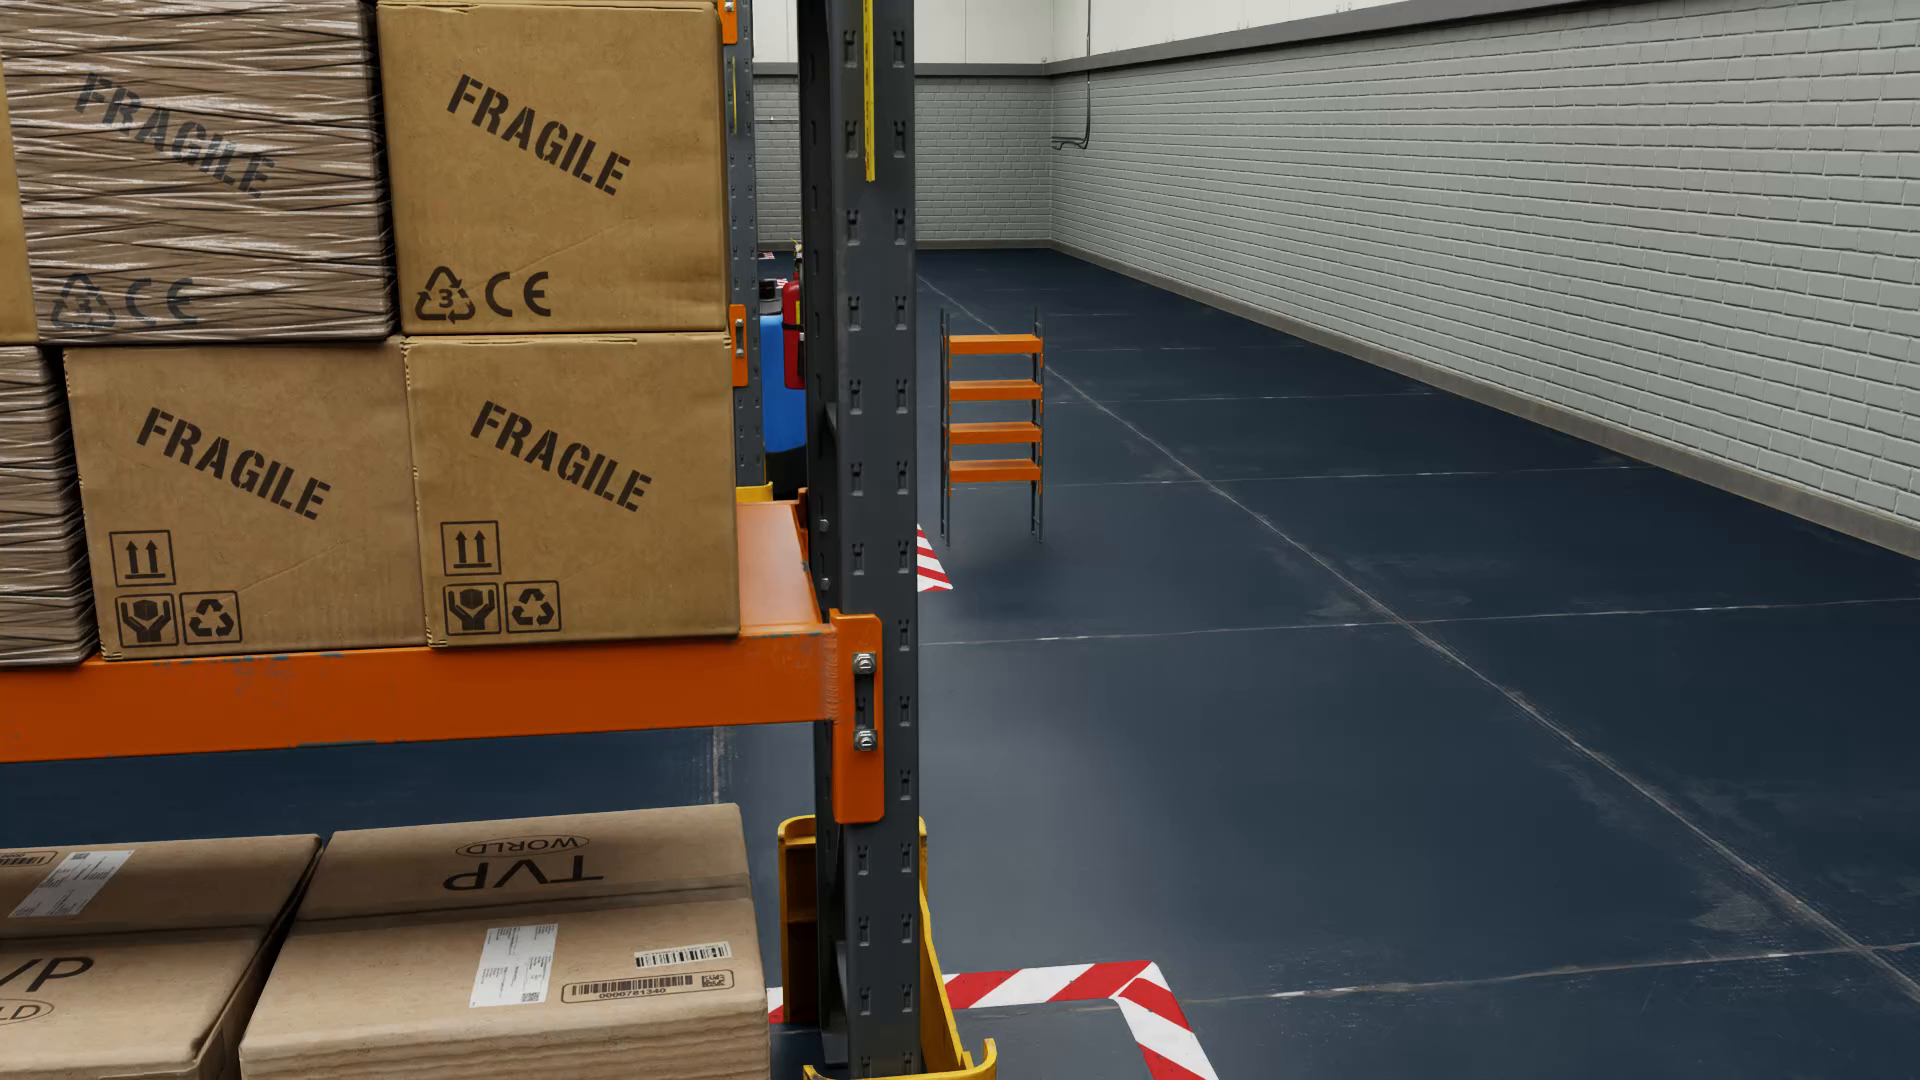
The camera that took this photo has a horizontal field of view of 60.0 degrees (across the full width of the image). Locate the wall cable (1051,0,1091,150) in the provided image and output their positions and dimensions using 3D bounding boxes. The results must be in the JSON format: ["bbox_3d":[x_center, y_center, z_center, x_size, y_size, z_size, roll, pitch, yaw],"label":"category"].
[{"bbox_3d":[1.750,-7.648,27.101,0.112,2.526,3.097,-2,14,-8],"label":"wall cable"}]

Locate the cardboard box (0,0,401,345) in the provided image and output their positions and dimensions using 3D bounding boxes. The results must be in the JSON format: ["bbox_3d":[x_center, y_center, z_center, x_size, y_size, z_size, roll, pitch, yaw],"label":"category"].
[{"bbox_3d":[-1.160,-0.599,2.685,0.500,0.500,0.500,-2,14,-8],"label":"cardboard box"}]

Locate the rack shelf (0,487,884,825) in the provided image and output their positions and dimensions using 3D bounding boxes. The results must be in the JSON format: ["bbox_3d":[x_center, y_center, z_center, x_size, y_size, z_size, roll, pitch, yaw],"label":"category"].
[{"bbox_3d":[-2.184,0.255,3.019,4.000,0.370,1.077,-2,14,-8],"label":"rack shelf"}]

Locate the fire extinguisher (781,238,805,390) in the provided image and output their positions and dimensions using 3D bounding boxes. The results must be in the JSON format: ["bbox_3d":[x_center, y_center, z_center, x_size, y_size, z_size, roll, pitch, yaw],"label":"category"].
[{"bbox_3d":[-0.726,-1.033,7.602,0.183,0.674,0.296,-2,14,-8],"label":"fire extinguisher"}]

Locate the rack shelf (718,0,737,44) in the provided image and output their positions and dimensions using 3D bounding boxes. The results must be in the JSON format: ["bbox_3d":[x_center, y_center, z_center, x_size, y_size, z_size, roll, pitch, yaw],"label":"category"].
[{"bbox_3d":[-3.021,-2.387,7.387,4.000,0.370,1.077,-2,14,-8],"label":"rack shelf"}]

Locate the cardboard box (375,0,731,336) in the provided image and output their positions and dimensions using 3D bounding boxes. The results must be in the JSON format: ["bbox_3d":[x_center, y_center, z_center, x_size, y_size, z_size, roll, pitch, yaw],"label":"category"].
[{"bbox_3d":[-0.648,-0.625,2.788,0.500,0.500,0.500,-2,14,-6],"label":"cardboard box"}]

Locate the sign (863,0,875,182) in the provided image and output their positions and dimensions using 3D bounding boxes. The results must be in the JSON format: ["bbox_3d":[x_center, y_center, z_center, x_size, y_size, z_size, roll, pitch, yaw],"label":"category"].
[{"bbox_3d":[-0.139,-0.712,2.528,0.005,0.325,0.100,-2,14,-8],"label":"sign"}]

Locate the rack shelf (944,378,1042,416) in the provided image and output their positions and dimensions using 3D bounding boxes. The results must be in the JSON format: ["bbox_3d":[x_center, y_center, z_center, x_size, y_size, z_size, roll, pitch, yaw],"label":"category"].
[{"bbox_3d":[0.164,-0.740,8.562,0.480,0.148,0.258,-2,14,-8],"label":"rack shelf"}]

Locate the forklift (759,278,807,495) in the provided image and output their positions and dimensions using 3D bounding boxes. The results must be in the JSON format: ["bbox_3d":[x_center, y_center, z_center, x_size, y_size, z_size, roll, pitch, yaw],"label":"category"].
[{"bbox_3d":[-2.118,-1.889,10.228,3.031,2.935,1.130,8,16,28],"label":"forklift"}]

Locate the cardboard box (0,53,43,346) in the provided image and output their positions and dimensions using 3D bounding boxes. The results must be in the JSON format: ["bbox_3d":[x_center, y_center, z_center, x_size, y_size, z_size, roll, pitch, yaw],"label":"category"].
[{"bbox_3d":[-1.650,-0.582,2.616,0.500,0.500,0.500,-2,14,-9],"label":"cardboard box"}]

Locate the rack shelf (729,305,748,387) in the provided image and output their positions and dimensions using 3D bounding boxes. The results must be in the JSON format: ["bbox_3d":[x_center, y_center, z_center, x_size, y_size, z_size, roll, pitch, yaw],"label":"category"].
[{"bbox_3d":[-3.021,-0.932,7.752,4.000,0.370,1.077,-2,14,-8],"label":"rack shelf"}]

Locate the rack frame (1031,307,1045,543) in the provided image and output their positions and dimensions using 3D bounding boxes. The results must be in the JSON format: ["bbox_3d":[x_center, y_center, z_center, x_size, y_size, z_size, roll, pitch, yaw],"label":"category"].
[{"bbox_3d":[0.405,-0.597,8.635,0.015,1.200,0.240,-2,14,-8],"label":"rack frame"}]

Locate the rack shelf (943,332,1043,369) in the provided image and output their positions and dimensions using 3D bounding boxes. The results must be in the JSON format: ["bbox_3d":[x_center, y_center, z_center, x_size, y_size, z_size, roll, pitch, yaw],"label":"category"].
[{"bbox_3d":[0.164,-0.969,8.504,0.480,0.148,0.258,-2,14,-8],"label":"rack shelf"}]

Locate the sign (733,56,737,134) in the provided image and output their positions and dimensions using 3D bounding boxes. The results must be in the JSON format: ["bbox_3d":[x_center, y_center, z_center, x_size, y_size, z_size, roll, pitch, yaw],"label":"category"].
[{"bbox_3d":[-0.981,-1.934,7.239,0.005,0.325,0.100,-2,14,-8],"label":"sign"}]

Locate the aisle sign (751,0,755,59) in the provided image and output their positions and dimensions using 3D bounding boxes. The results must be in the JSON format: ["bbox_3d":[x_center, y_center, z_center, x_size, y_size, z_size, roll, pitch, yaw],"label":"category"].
[{"bbox_3d":[-0.927,-2.545,7.360,0.004,0.787,0.394,-2,14,-8],"label":"aisle sign"}]

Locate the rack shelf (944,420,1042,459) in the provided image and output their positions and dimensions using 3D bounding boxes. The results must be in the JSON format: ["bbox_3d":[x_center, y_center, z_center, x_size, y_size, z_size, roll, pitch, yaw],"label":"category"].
[{"bbox_3d":[0.164,-0.523,8.616,0.480,0.148,0.258,-2,14,-8],"label":"rack shelf"}]

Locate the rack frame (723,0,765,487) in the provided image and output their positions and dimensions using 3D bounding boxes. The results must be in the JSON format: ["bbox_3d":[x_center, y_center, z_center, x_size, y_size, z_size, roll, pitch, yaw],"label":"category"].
[{"bbox_3d":[-1.044,-1.354,7.953,0.127,3.000,1.000,-2,14,-8],"label":"rack frame"}]

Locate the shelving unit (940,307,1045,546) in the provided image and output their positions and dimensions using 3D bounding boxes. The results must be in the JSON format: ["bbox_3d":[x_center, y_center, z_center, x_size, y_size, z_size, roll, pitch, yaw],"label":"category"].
[{"bbox_3d":[0.164,-0.588,8.600,0.503,1.200,0.258,-2,14,-8],"label":"shelving unit"}]

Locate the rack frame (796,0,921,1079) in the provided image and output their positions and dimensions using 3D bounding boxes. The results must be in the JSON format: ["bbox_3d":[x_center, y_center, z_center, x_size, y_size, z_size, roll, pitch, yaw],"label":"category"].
[{"bbox_3d":[-0.206,-0.167,3.220,0.127,3.000,1.000,-2,14,-8],"label":"rack frame"}]

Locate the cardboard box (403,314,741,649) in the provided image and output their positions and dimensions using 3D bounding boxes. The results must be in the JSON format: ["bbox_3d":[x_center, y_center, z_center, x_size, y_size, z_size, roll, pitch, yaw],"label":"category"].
[{"bbox_3d":[-0.644,-0.134,2.885,0.500,0.500,0.500,-2,14,-8],"label":"cardboard box"}]

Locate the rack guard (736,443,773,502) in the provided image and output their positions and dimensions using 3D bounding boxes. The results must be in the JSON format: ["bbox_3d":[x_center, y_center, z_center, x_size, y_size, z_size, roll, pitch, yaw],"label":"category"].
[{"bbox_3d":[-1.119,-0.139,8.247,0.348,0.500,1.175,-2,14,-8],"label":"rack guard"}]

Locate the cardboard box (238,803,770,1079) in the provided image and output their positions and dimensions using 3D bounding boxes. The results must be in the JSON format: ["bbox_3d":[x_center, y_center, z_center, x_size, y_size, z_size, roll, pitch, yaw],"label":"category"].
[{"bbox_3d":[-0.844,0.920,3.290,0.875,0.438,0.875,-3,14,-10],"label":"cardboard box"}]

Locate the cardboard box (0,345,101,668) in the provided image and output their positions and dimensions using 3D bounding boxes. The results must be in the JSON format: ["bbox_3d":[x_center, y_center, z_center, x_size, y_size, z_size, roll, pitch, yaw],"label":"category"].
[{"bbox_3d":[-1.650,-0.099,2.743,0.500,0.500,0.500,-2,14,-7],"label":"cardboard box"}]

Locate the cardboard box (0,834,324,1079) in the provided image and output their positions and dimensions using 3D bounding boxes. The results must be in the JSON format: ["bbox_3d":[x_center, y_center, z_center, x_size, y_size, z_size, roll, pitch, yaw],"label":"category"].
[{"bbox_3d":[-1.748,0.956,3.149,0.875,0.438,0.875,-2,14,-7],"label":"cardboard box"}]

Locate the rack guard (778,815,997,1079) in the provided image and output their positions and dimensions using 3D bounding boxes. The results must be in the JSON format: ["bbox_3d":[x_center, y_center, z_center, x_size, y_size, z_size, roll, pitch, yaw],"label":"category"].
[{"bbox_3d":[-0.183,1.045,3.528,0.348,0.500,1.175,-2,14,-8],"label":"rack guard"}]

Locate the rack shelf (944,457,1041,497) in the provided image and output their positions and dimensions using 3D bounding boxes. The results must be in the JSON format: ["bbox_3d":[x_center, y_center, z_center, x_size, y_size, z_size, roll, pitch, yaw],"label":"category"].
[{"bbox_3d":[0.164,-0.330,8.664,0.480,0.148,0.258,-2,14,-8],"label":"rack shelf"}]

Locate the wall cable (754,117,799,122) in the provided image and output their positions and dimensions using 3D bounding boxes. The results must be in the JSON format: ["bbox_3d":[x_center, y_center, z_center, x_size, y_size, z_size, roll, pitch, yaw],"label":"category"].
[{"bbox_3d":[-2.771,-6.892,27.947,1.851,1.984,0.084,-2,14,-8],"label":"wall cable"}]

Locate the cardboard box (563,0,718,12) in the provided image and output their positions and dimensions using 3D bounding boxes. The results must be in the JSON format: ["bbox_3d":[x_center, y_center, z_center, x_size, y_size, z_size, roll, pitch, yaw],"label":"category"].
[{"bbox_3d":[-0.531,-0.954,2.764,0.250,0.149,0.380,-2,14,-8],"label":"cardboard box"}]

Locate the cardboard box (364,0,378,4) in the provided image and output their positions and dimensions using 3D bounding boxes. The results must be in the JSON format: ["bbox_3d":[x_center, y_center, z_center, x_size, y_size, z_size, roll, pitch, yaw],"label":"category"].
[{"bbox_3d":[-1.021,-0.909,2.586,0.250,0.149,0.380,-2,14,-9],"label":"cardboard box"}]

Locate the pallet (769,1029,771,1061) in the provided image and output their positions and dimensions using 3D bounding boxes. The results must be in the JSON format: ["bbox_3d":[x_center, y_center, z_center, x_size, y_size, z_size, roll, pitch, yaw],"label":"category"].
[{"bbox_3d":[-0.985,1.234,3.369,1.213,0.211,1.003,-2,14,-8],"label":"pallet"}]

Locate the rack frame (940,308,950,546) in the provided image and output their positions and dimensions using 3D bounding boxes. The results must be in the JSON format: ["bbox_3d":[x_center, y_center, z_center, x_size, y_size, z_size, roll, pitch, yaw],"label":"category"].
[{"bbox_3d":[-0.078,-0.579,8.565,0.015,1.200,0.240,-2,14,-8],"label":"rack frame"}]

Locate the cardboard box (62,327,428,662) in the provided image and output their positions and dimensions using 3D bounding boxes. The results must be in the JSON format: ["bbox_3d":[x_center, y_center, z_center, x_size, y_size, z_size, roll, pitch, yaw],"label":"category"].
[{"bbox_3d":[-1.142,-0.120,2.826,0.500,0.500,0.500,-2,14,-9],"label":"cardboard box"}]
